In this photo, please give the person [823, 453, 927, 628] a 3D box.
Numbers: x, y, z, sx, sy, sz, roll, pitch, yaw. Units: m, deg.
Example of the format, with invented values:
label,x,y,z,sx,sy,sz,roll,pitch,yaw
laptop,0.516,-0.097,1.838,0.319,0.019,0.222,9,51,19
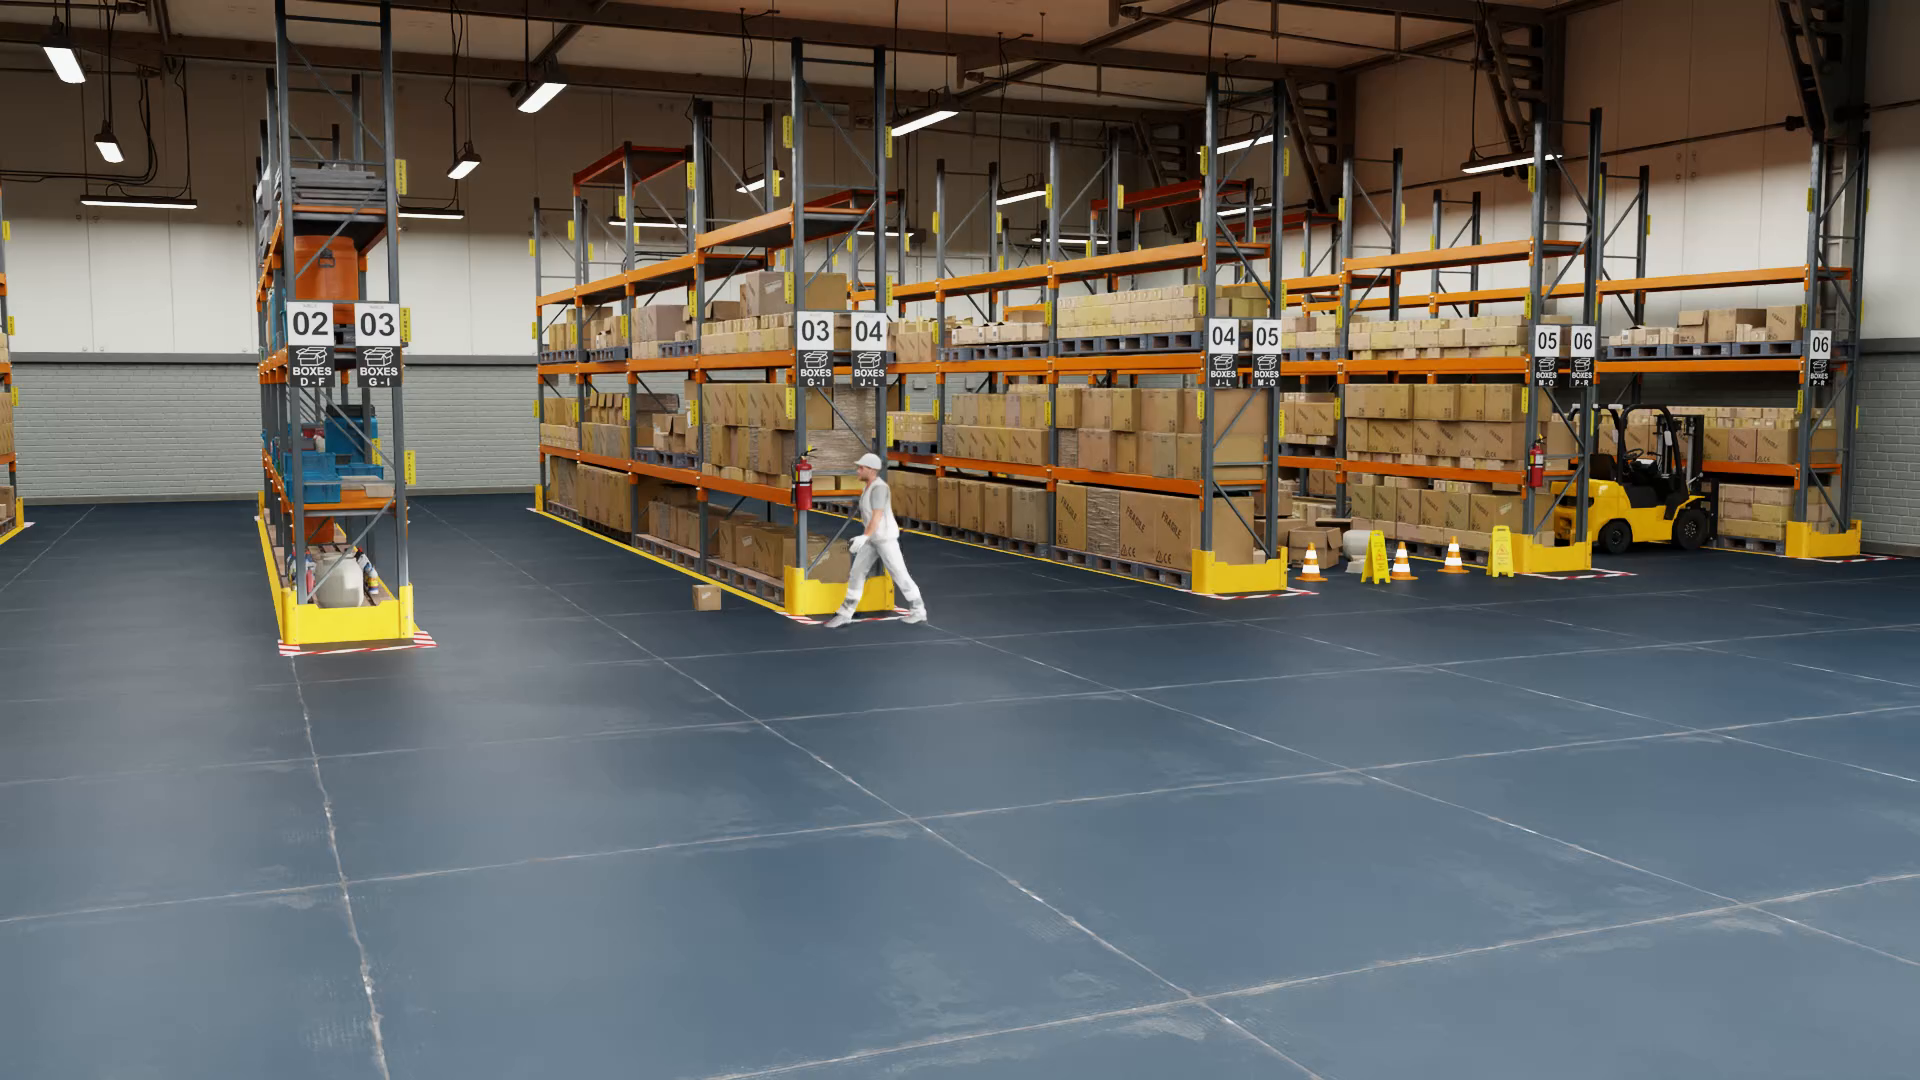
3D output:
label,x,y,z,sx,sy,sz,roll,pitch,yaw
person,-0.866,0.000,16.675,1.029,1.738,0.623,-2,6,-21
